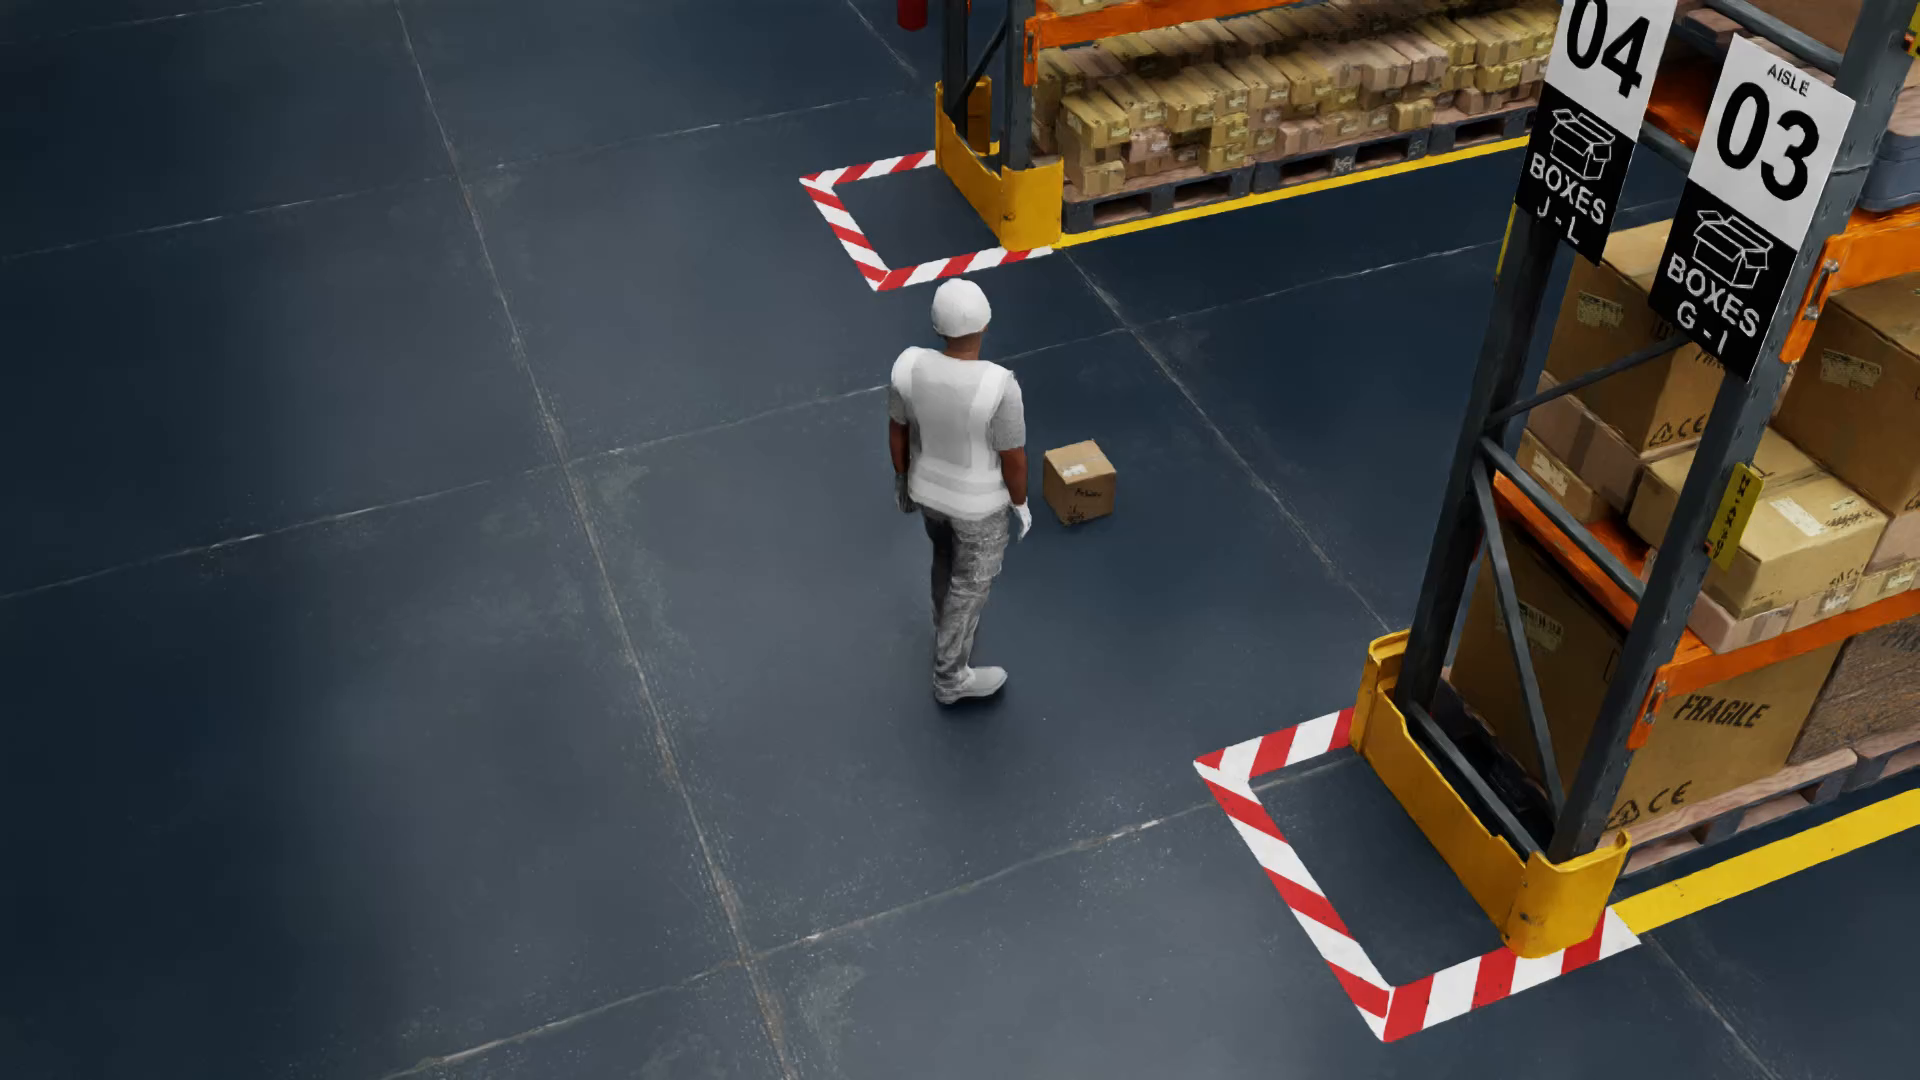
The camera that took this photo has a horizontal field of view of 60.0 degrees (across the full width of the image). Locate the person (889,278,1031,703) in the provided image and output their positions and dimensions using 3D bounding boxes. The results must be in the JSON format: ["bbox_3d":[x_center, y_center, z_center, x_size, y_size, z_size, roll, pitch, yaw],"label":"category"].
[{"bbox_3d":[-0.001,-0.182,6.352,0.574,1.777,0.568,24,47,24],"label":"person"}]
